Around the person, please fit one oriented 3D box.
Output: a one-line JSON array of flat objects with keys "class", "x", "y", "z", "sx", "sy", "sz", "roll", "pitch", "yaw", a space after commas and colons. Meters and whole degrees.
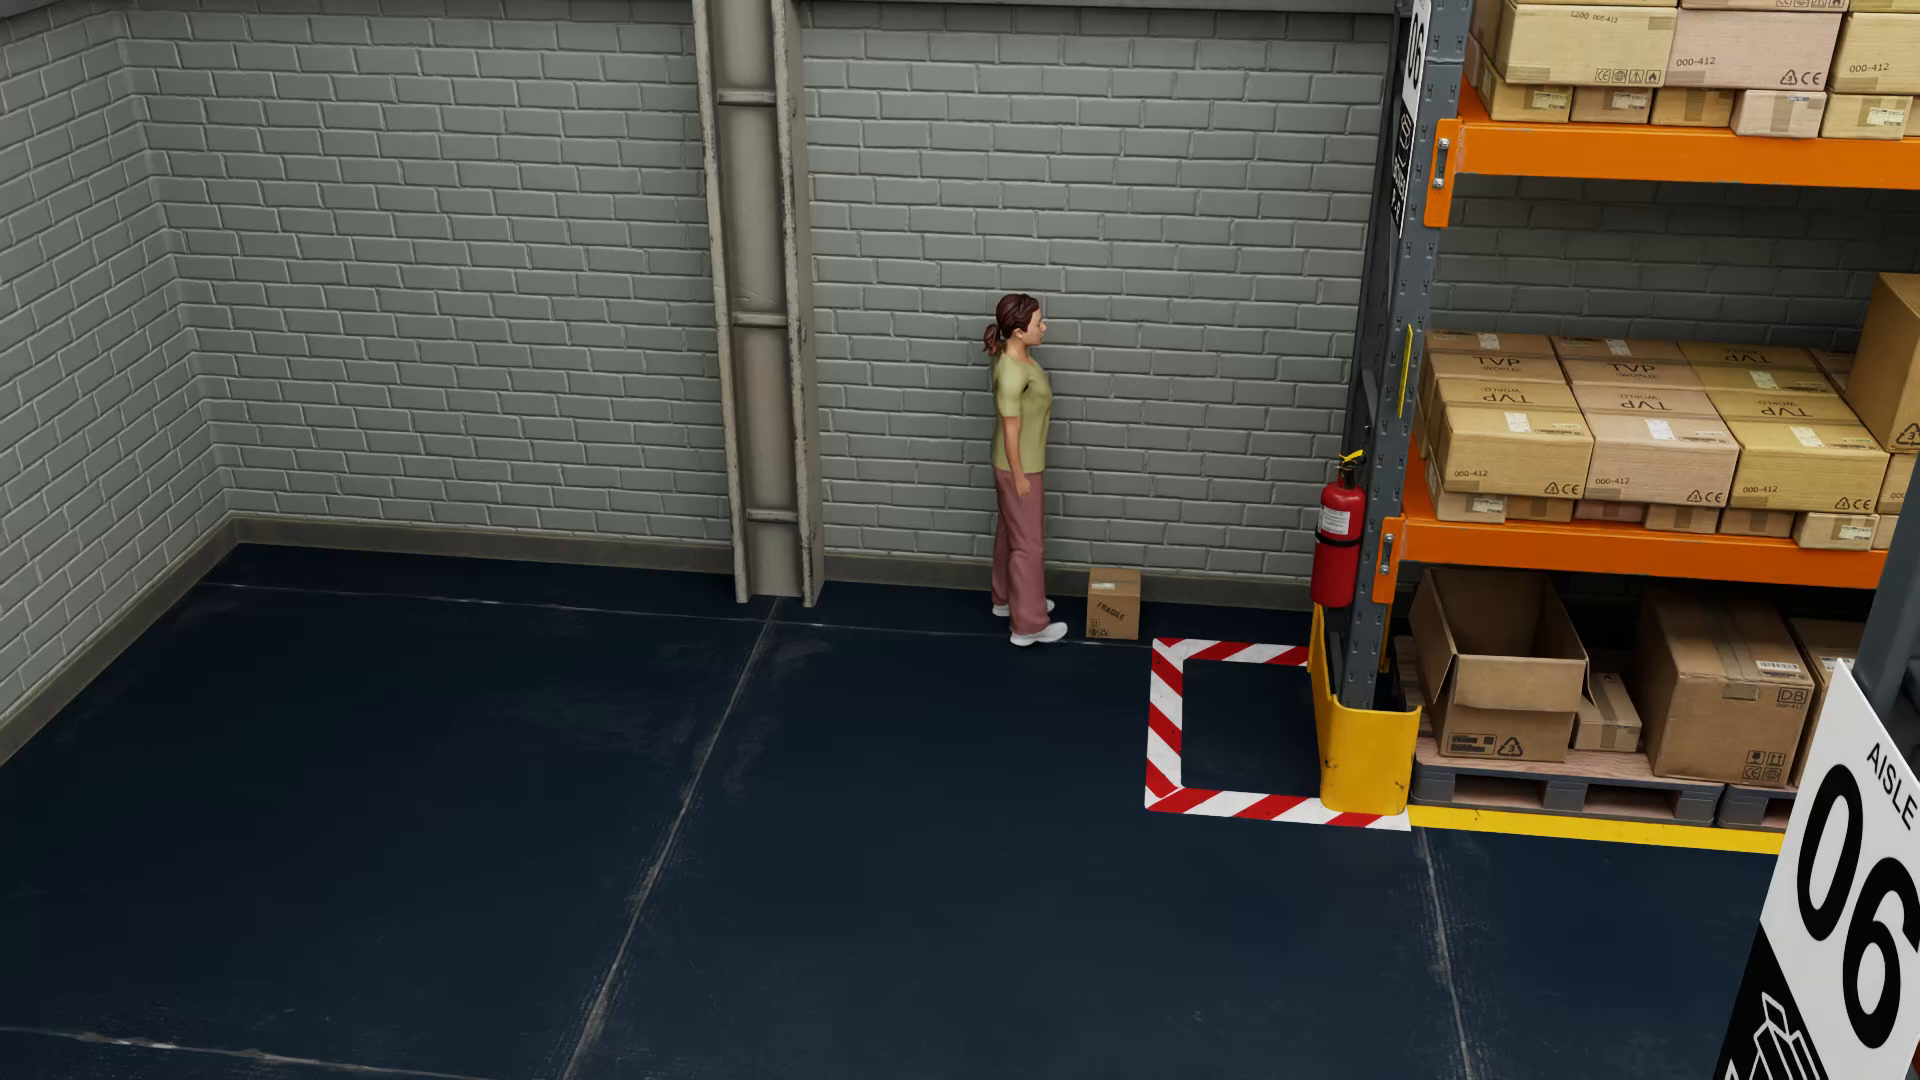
[{"class": "person", "x": 0.305, "y": -0.335, "z": 7.736, "sx": 0.424, "sy": 1.676, "sz": 0.533, "roll": -1, "pitch": 28, "yaw": -1}]
